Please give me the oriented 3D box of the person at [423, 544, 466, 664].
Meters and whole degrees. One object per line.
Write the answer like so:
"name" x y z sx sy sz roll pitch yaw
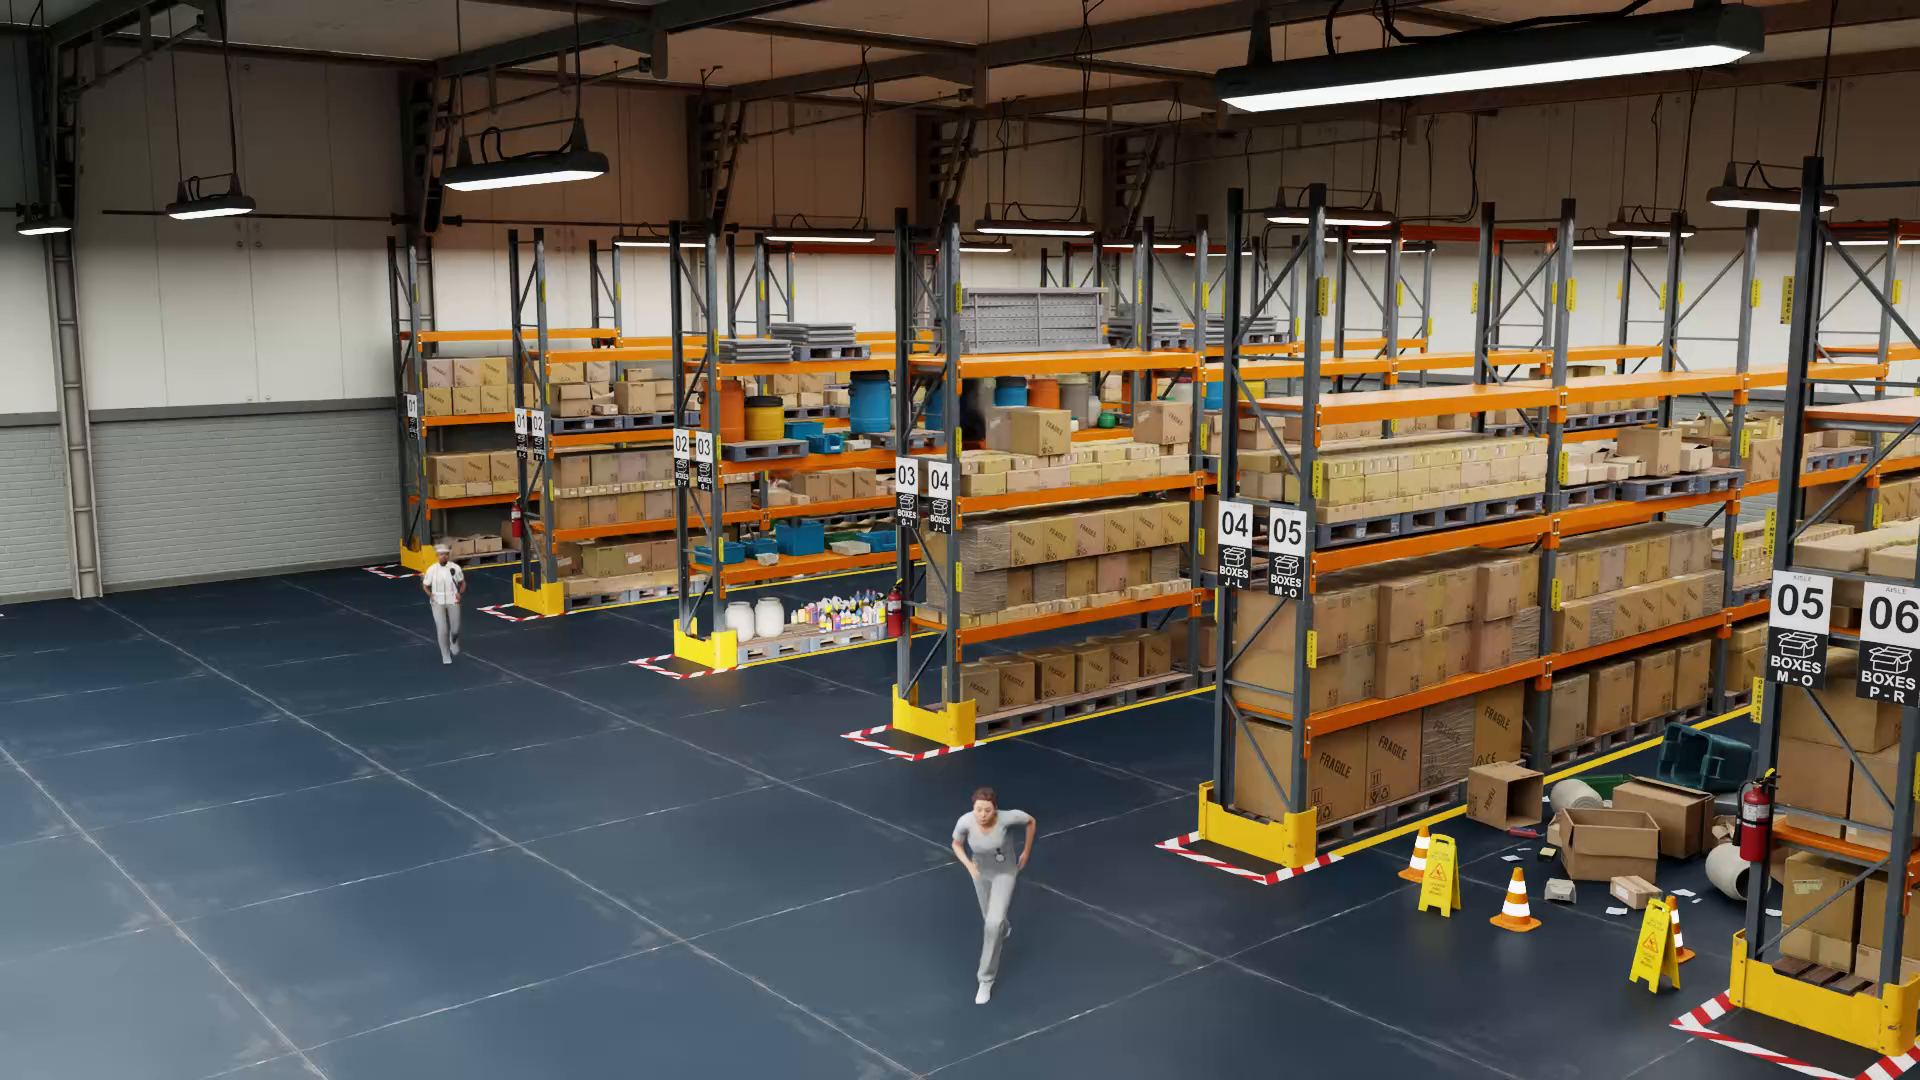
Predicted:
"person" -7.045 0.863 22.761 0.572 1.651 0.559 -3 9 -19

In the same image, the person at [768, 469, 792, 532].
"person" -3.451 -0.522 31.289 0.991 1.811 0.654 -8 12 -43

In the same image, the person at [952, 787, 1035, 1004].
"person" 0.268 2.523 12.383 0.606 1.626 0.961 2 9 10
